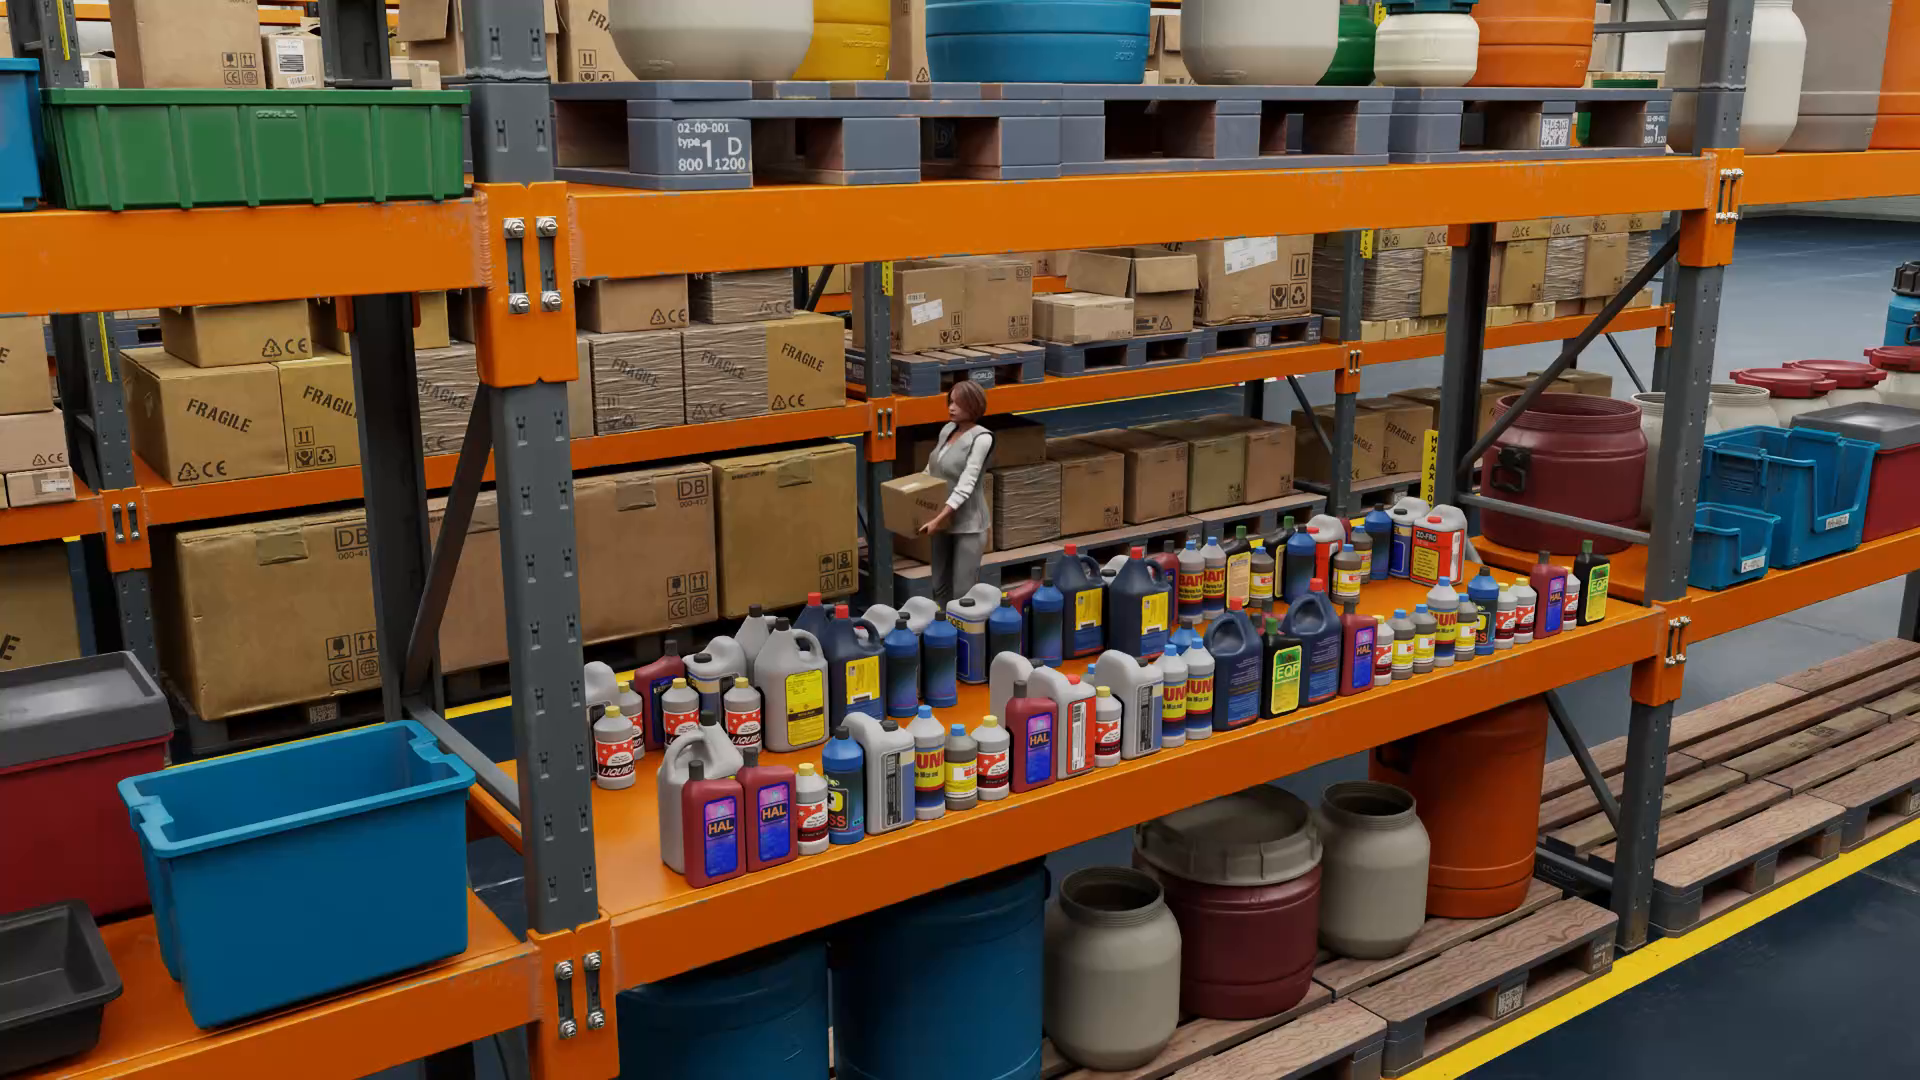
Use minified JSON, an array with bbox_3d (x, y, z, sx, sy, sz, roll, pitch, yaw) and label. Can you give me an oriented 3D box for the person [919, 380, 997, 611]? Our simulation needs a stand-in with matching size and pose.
[{"bbox_3d":[-0.081,-0.037,8.686,0.494,1.593,0.404,-10,18,-34],"label":"person"}]
